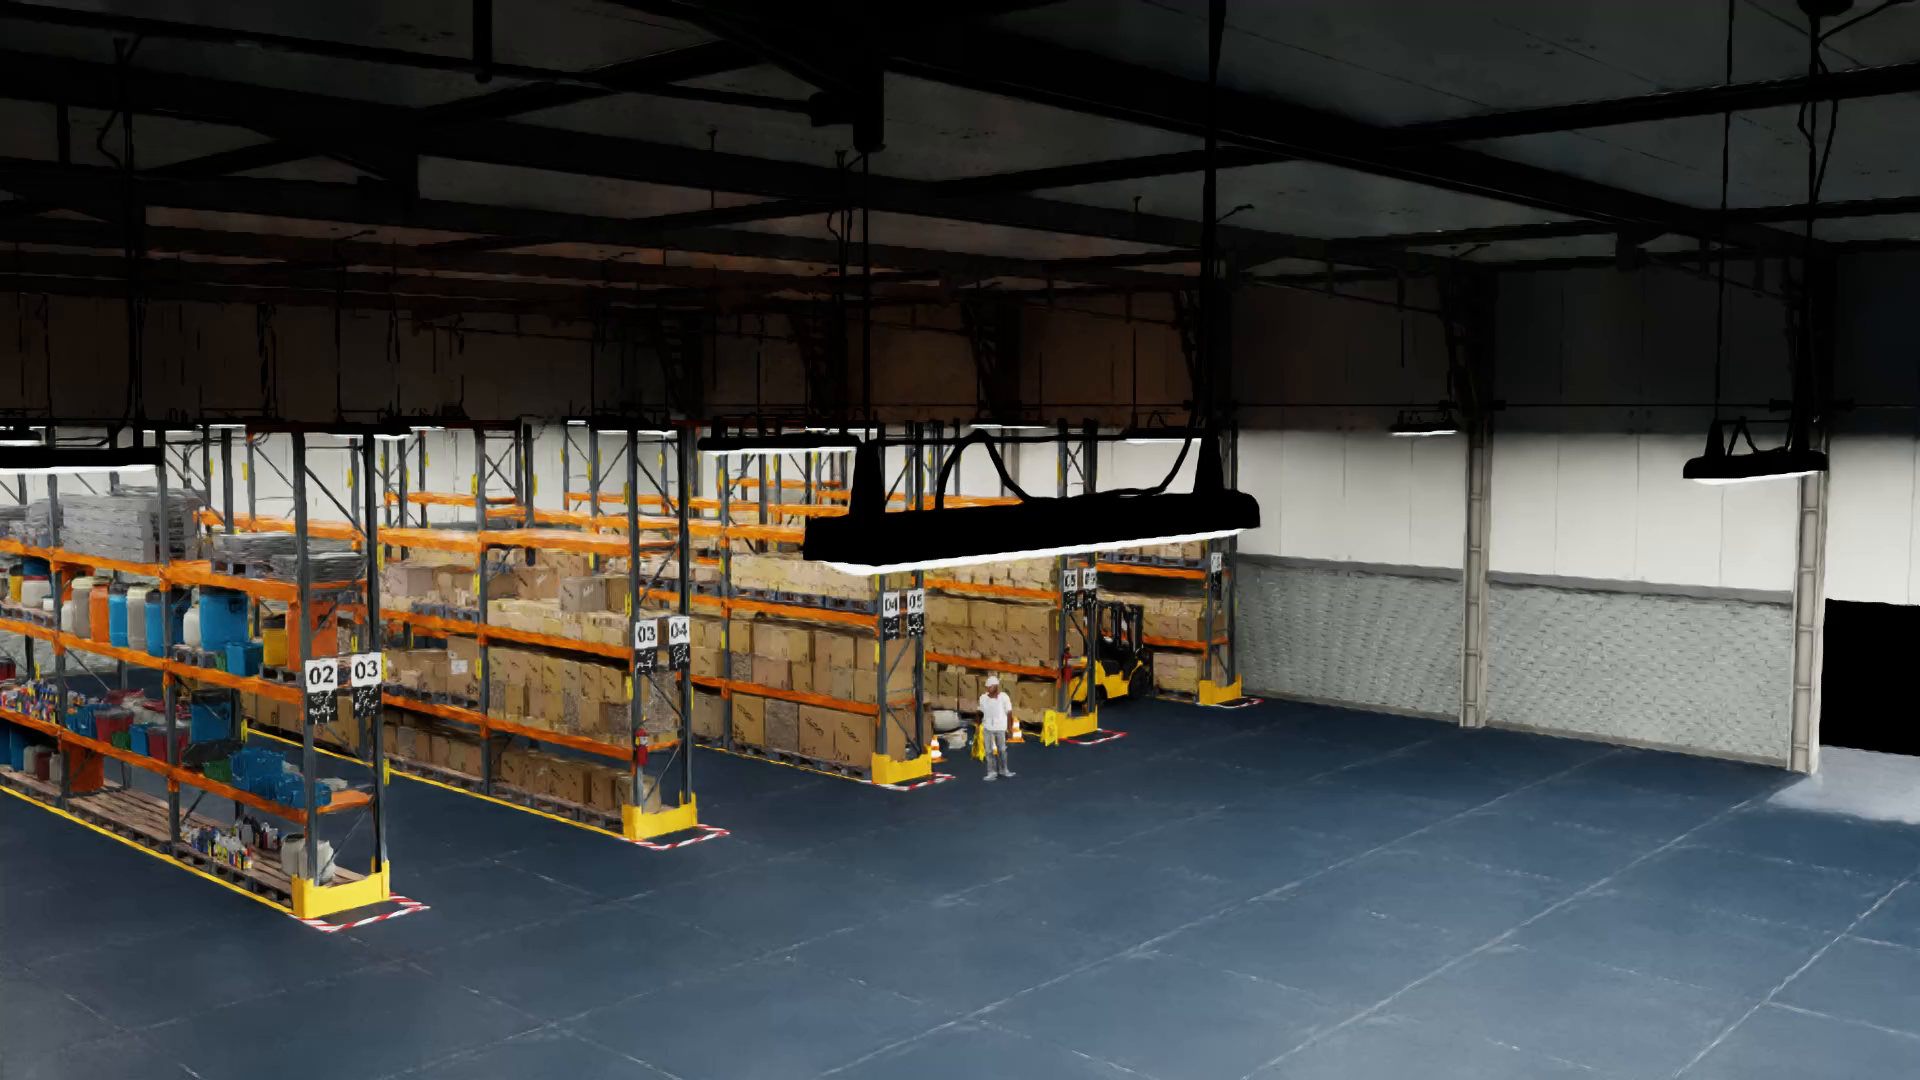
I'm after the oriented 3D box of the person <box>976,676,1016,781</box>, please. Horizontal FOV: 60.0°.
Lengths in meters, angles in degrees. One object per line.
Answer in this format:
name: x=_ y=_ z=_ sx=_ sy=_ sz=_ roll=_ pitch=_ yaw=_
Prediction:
person: x=0.596 y=3.168 z=28.097 sx=0.658 sy=1.759 sz=0.540 roll=1 pitch=5 yaw=14
